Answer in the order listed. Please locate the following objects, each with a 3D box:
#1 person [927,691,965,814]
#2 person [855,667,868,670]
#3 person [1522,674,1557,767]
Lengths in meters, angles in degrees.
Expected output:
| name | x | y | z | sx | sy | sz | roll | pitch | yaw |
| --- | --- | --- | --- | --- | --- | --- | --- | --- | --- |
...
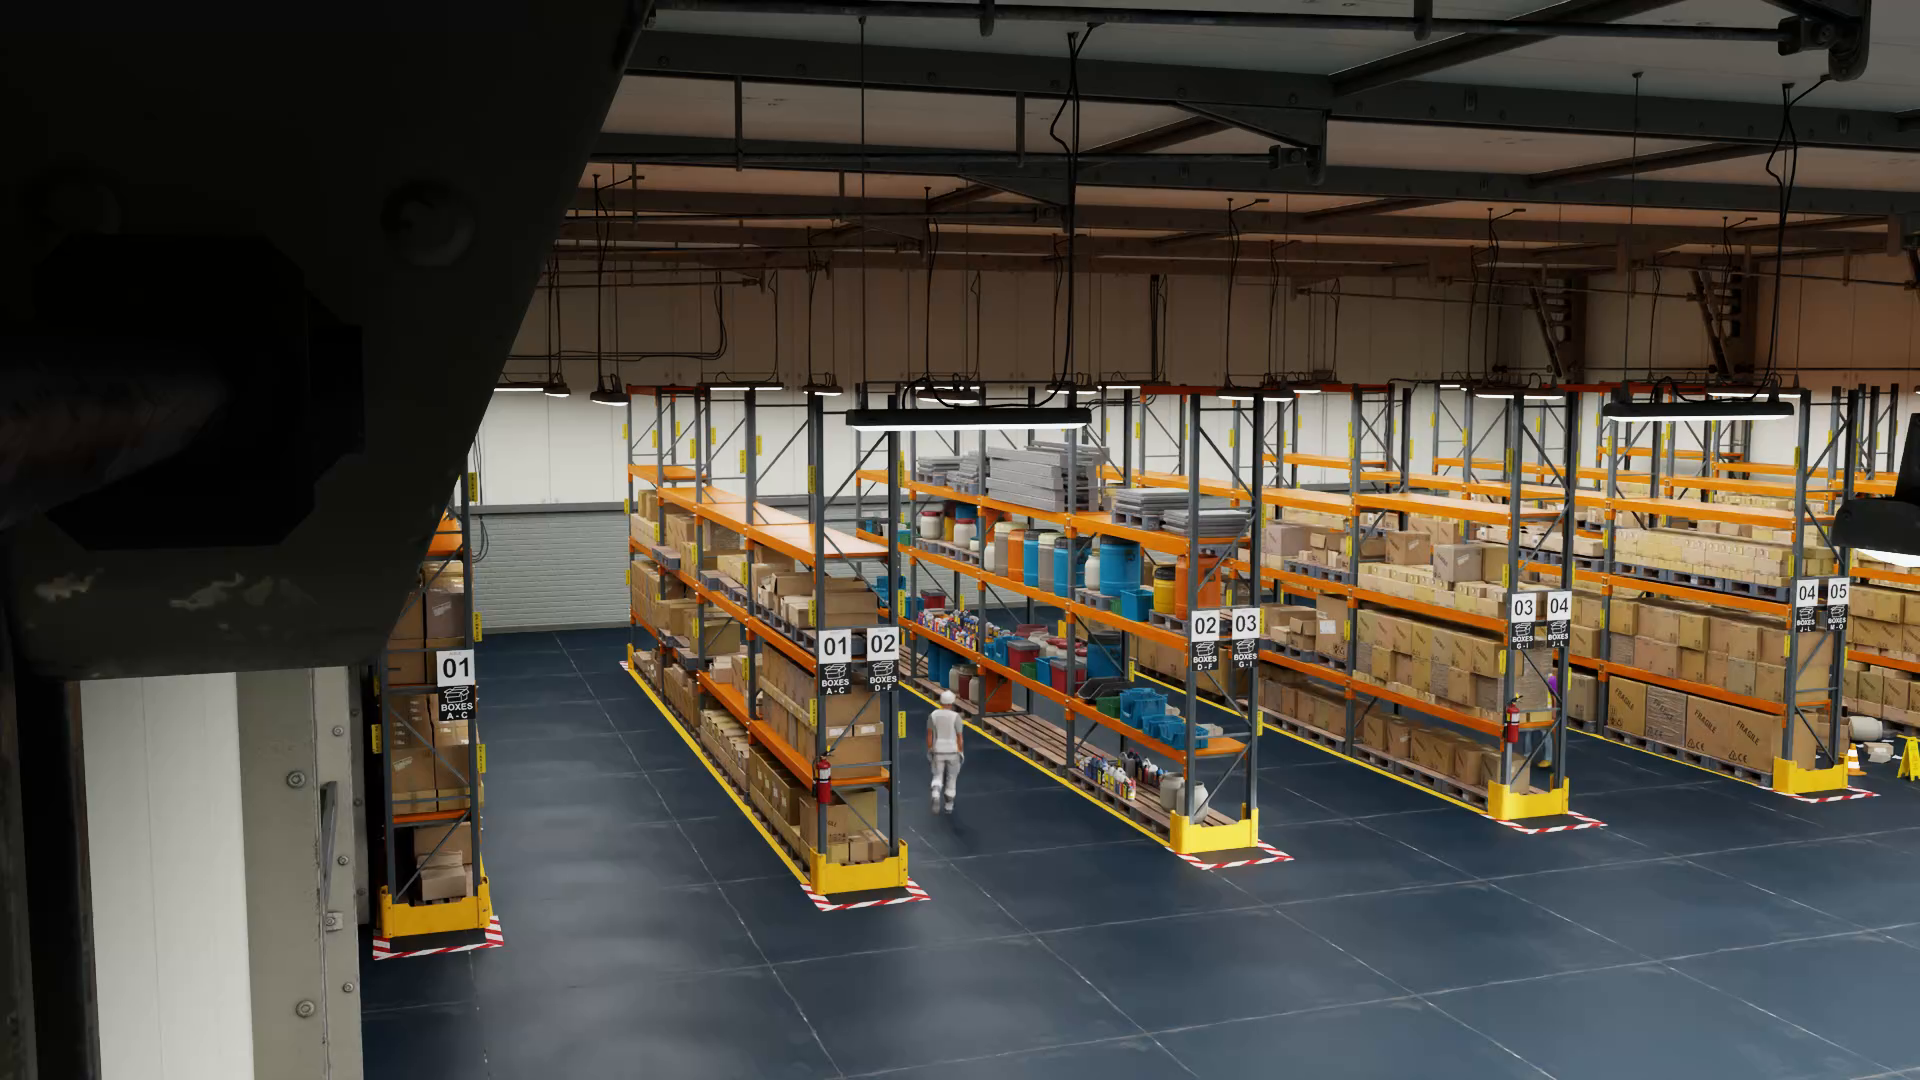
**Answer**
| name | x | y | z | sx | sy | sz | roll | pitch | yaw |
| --- | --- | --- | --- | --- | --- | --- | --- | --- | --- |
| person | -0.213 | 3.010 | 23.502 | 0.554 | 1.781 | 0.642 | 1 | 6 | 12 |
| person | -2.110 | 1.910 | 33.630 | 0.598 | 1.676 | 1.002 | 1 | 6 | 6 |
| person | 9.184 | 2.708 | 26.497 | 0.616 | 1.770 | 0.431 | 5 | 8 | 40 |
